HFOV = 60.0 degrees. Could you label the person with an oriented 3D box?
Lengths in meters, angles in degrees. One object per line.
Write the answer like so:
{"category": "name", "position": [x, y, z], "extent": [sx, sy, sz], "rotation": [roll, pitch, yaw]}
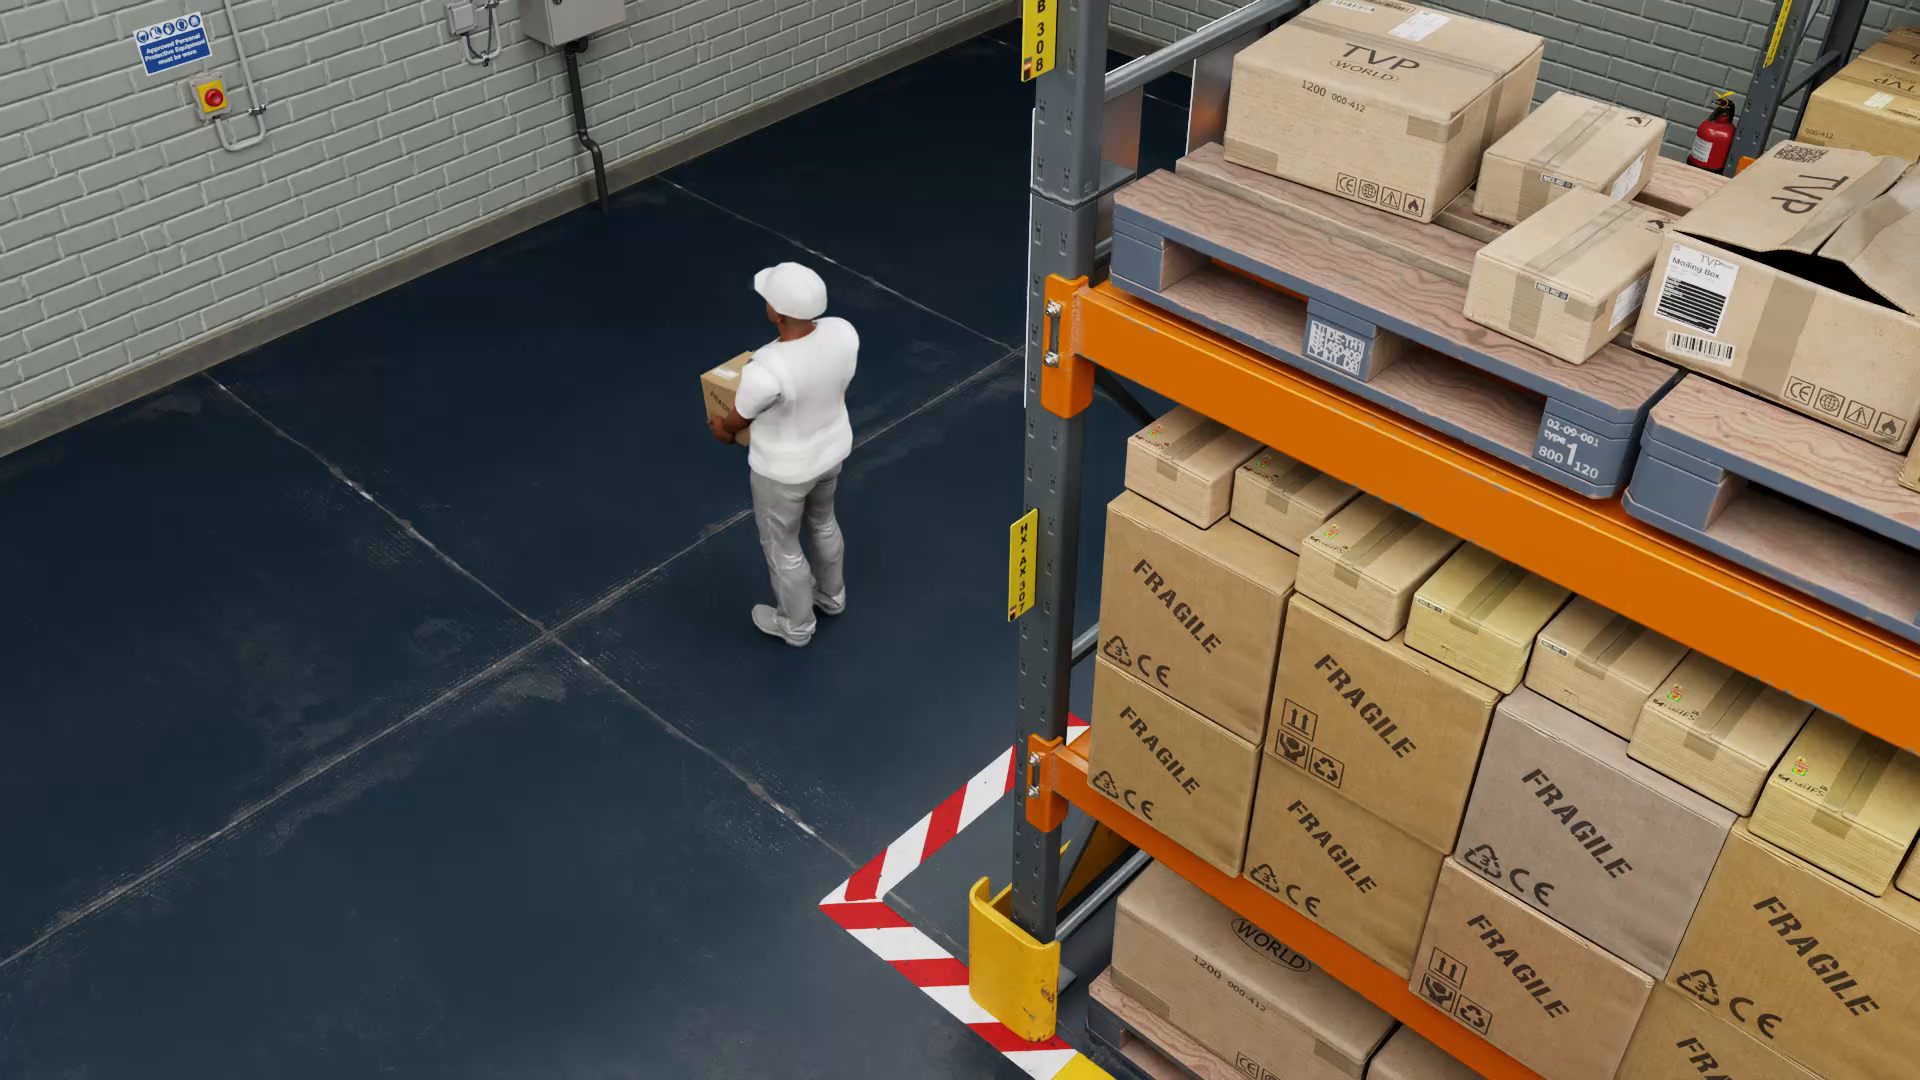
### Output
{"category": "person", "position": [-0.707, -0.367, 6.590], "extent": [0.575, 1.764, 0.510], "rotation": [30, 48, 32]}
